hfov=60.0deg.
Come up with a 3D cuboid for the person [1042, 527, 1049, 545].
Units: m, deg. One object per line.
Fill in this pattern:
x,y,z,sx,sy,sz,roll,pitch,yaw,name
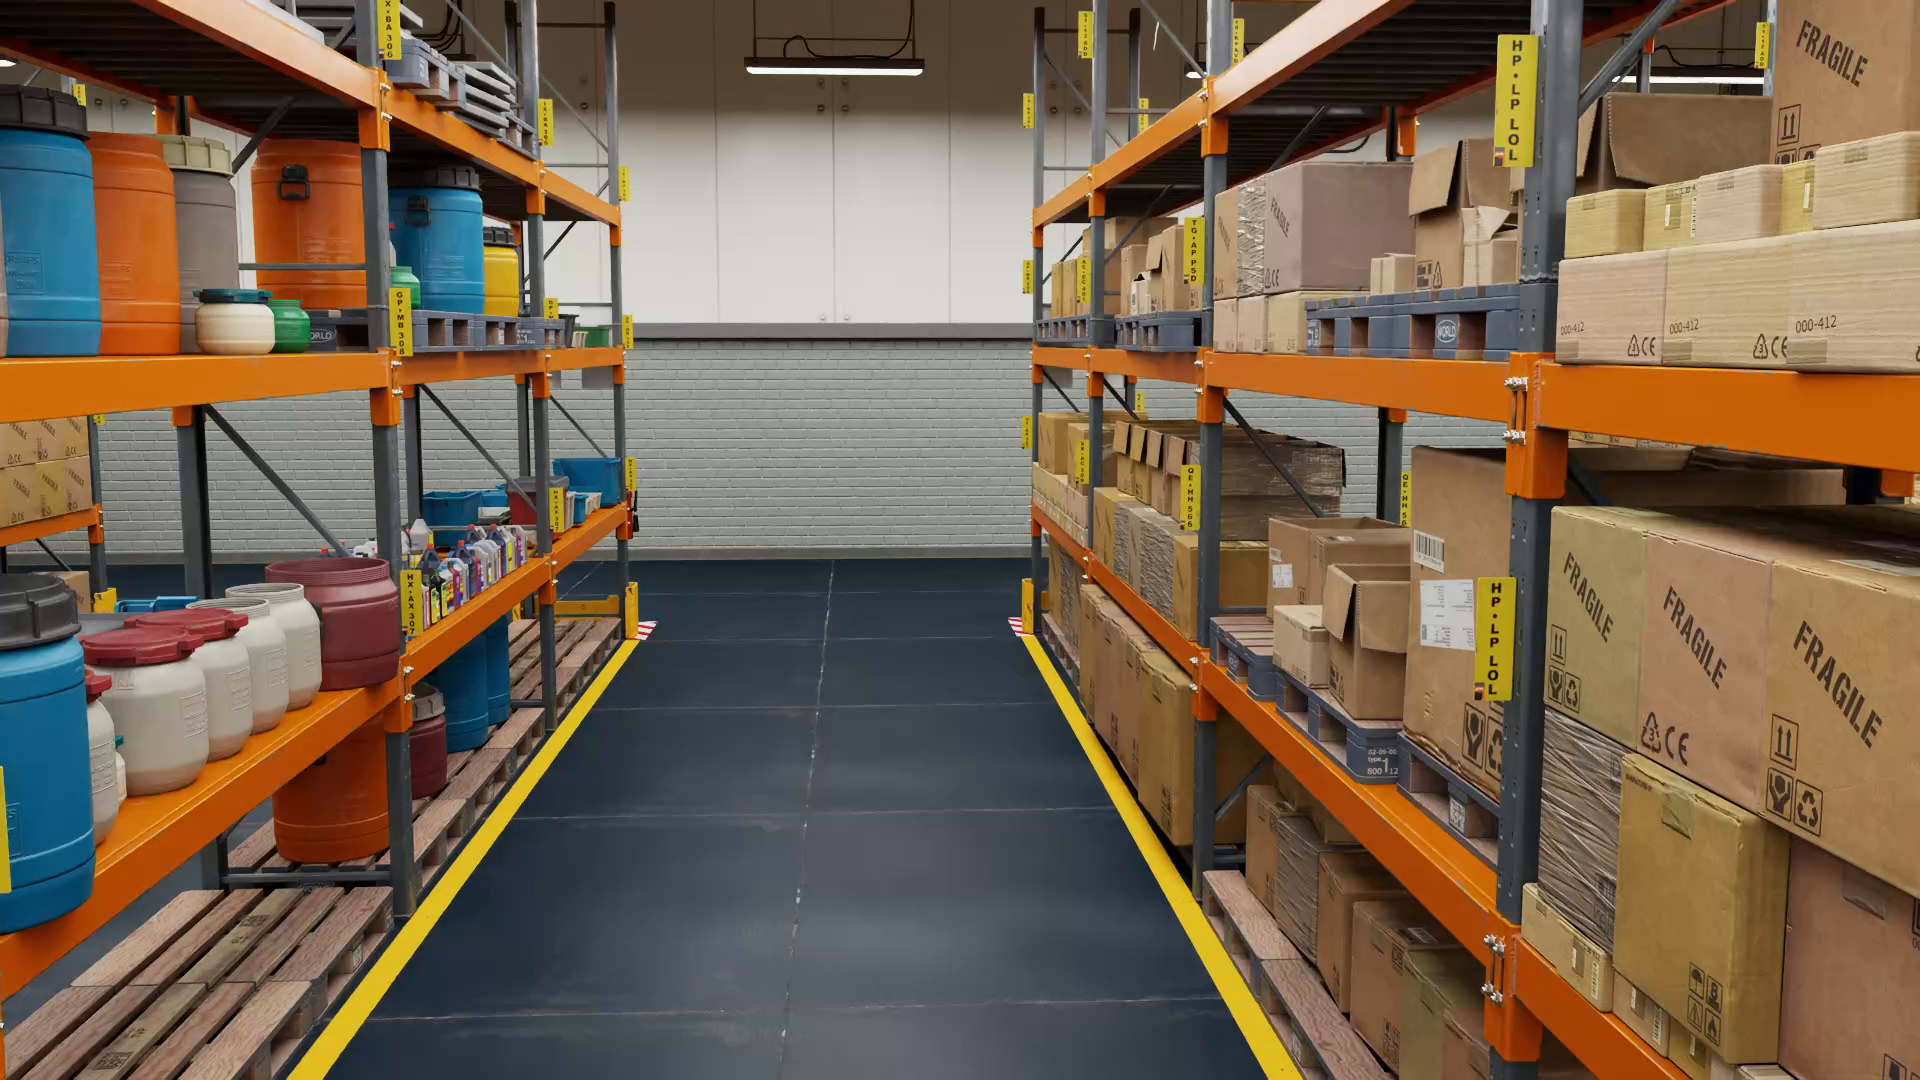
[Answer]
1.070,-0.104,17.496,0.469,1.772,0.594,-1,7,-7,person
